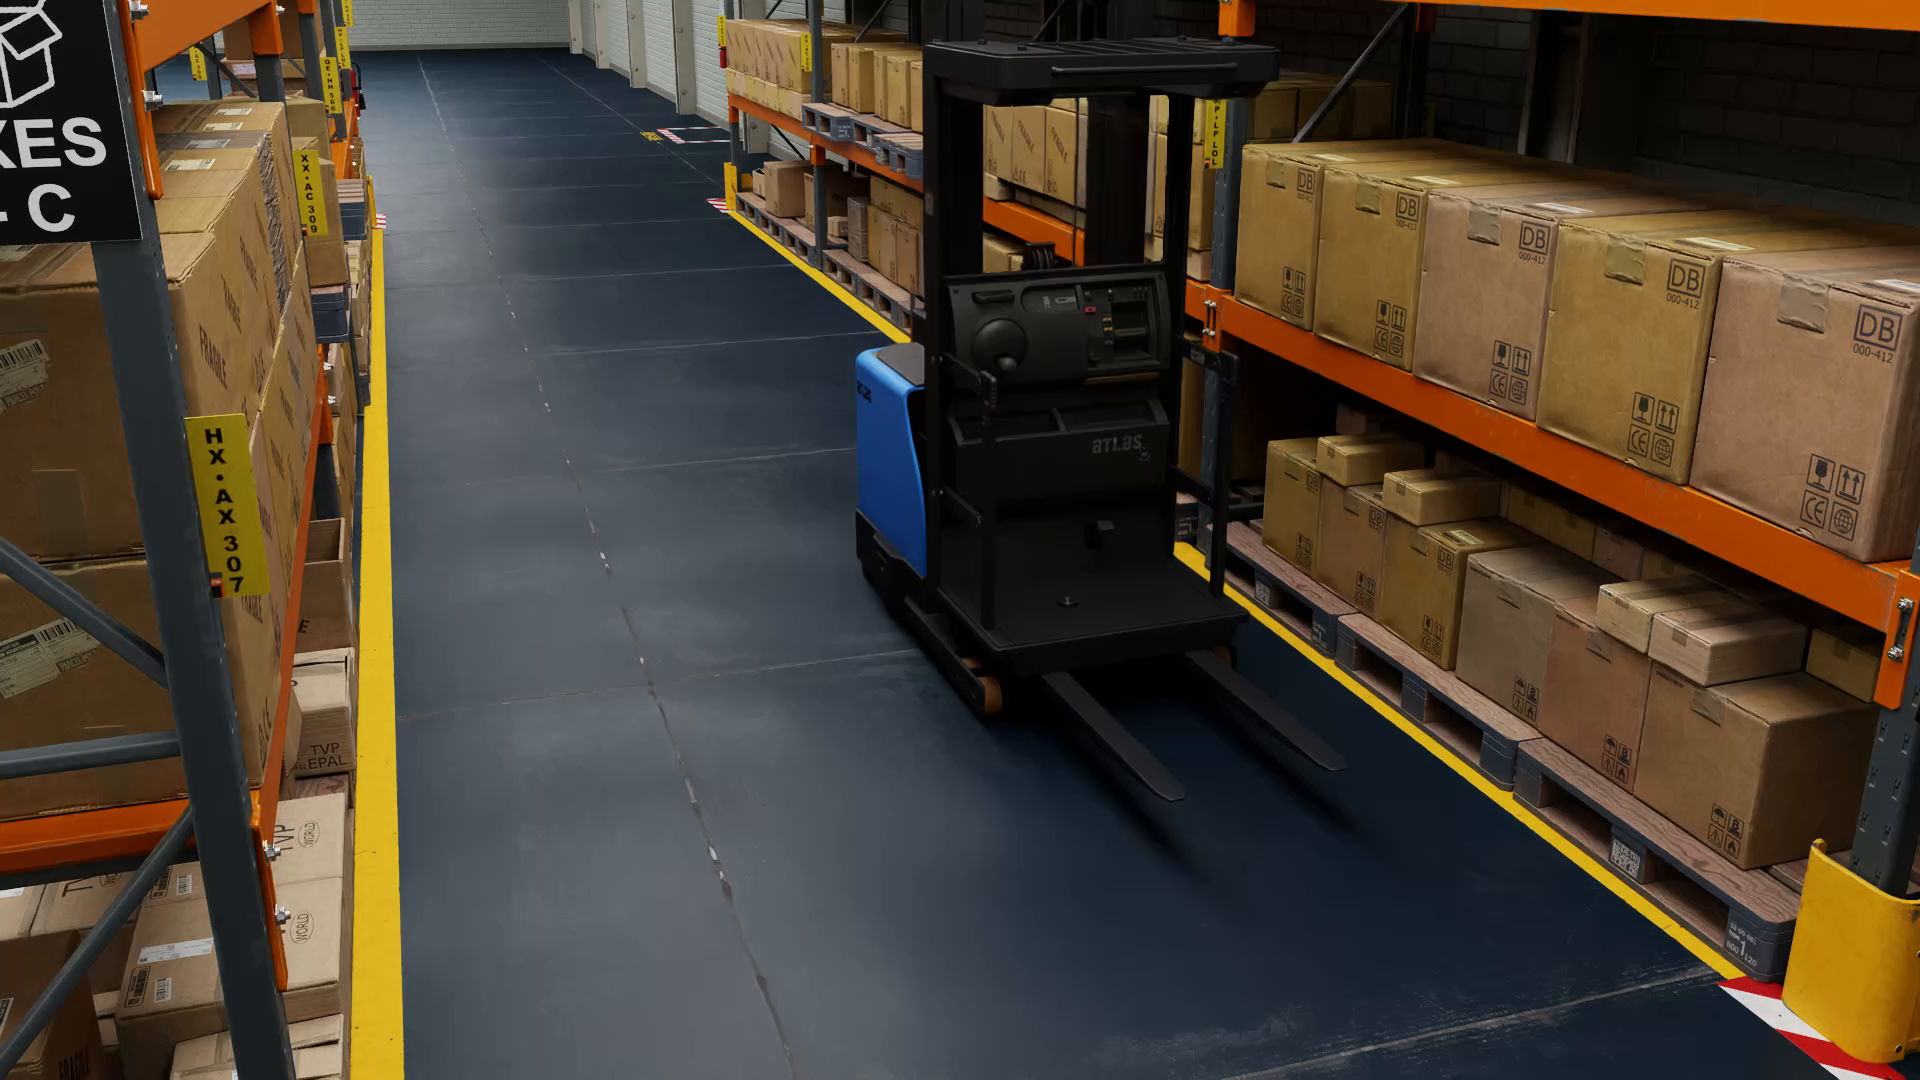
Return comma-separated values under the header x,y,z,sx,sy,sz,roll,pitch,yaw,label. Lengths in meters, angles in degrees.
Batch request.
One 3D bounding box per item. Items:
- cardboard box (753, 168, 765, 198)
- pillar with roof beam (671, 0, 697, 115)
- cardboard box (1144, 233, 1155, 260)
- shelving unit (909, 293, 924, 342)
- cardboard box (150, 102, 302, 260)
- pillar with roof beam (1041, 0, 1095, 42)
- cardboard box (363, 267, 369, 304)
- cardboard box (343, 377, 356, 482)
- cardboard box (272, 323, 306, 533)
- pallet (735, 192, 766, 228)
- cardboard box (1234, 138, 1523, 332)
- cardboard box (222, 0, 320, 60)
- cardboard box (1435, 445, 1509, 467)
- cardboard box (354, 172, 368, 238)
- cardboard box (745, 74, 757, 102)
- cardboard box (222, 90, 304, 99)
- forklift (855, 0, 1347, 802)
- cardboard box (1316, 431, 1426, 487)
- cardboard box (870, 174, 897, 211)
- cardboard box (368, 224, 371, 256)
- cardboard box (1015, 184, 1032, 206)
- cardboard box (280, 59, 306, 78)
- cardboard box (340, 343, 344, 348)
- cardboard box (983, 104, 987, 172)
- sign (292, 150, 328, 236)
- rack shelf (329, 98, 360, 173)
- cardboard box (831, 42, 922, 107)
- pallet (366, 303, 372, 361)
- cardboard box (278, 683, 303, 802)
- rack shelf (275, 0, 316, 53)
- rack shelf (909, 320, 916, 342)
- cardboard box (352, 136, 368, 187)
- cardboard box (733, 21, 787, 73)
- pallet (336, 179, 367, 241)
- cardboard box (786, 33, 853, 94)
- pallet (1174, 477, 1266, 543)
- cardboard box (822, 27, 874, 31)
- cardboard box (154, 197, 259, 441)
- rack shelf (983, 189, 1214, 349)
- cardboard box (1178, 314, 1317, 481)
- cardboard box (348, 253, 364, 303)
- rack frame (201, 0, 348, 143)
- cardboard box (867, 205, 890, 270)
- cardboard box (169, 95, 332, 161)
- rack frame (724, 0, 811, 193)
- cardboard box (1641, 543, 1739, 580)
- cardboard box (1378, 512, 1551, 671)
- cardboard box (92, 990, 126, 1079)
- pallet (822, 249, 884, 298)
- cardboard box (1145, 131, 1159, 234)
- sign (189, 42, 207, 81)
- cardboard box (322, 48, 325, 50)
x,y,z,sx,sy,sz,roll,pitch,yaw,label
-1.968,-3.962,18.337,0.500,0.311,0.500,-9,22,-23,cardboard box
-8.918,-11.336,26.665,9.100,9.000,0.400,-6,21,-17,pillar with roof beam
1.156,-1.537,8.600,0.380,0.149,0.250,-6,21,-16,cardboard box
-0.052,-0.603,8.320,0.258,1.200,0.503,-7,21,-19,shelving unit
-2.625,-1.256,5.850,0.500,0.500,0.500,-6,21,-17,cardboard box
-3.260,-5.560,10.583,9.100,9.000,0.400,-6,21,-17,pillar with roof beam
-4.821,-1.916,12.758,0.500,0.250,0.500,-6,21,-16,cardboard box
-3.437,-0.579,8.638,0.500,0.500,0.500,-7,21,-19,cardboard box
-2.140,-0.294,4.651,0.500,0.500,0.500,-6,21,-16,cardboard box
-1.855,-3.651,18.268,1.003,0.211,1.213,-6,21,-17,pallet
1.826,-1.366,7.340,0.980,0.700,0.700,-6,21,-16,cardboard box
-5.690,-4.240,13.717,0.700,0.500,0.500,-6,21,-17,cardboard box
2.203,-0.291,6.906,0.380,0.149,0.250,-7,21,-19,cardboard box
-5.393,-2.879,14.333,0.500,0.500,0.500,-6,21,-17,cardboard box
-1.917,-4.671,17.177,0.500,0.250,0.500,-7,21,-18,cardboard box
-5.153,-3.071,12.380,0.500,0.500,0.500,-5,20,-13,cardboard box
0.480,-0.843,6.427,1.130,2.935,3.031,-7,21,-19,forklift
1.743,-0.347,7.063,0.380,0.149,0.250,-6,21,-15,cardboard box
-0.454,-2.977,14.204,0.500,0.250,0.500,-7,21,-18,cardboard box
-5.555,-2.686,14.905,0.500,0.250,0.500,-6,21,-17,cardboard box
0.568,-2.202,10.452,0.380,0.149,0.250,-7,21,-18,cardboard box
-5.445,-3.900,13.730,0.380,0.149,0.250,-6,21,-17,cardboard box
-3.749,-1.248,9.391,0.500,0.250,0.500,-6,20,-15,cardboard box
0.324,-2.698,10.873,0.500,0.500,0.500,-6,21,-16,cardboard box
-2.517,-1.341,6.432,0.100,0.325,0.005,-6,21,-17,sign
-6.173,-3.744,15.467,1.077,0.370,4.000,-6,21,-17,rack shelf
-0.716,-4.056,14.471,0.700,0.500,0.500,-6,21,-17,cardboard box
-4.889,-1.504,12.292,1.003,0.211,1.213,-6,21,-17,pallet
-2.435,0.697,5.082,0.797,0.503,0.637,-6,21,-17,cardboard box
-3.659,-2.589,7.813,1.077,0.370,4.000,-6,21,-17,rack shelf
-0.052,-0.973,8.187,0.258,0.148,0.480,-7,21,-19,rack shelf
-6.351,-3.840,17.008,0.500,0.500,0.500,-6,21,-17,cardboard box
-2.090,-5.199,17.536,0.500,0.500,0.500,-6,21,-17,cardboard box
-4.008,-1.857,9.433,1.213,0.211,1.003,-6,21,-17,pallet
-1.285,-4.379,15.254,0.500,0.500,0.500,-6,21,-17,cardboard box
1.357,-0.328,9.018,1.003,0.211,1.213,-6,21,-17,pallet
-1.103,-4.760,16.315,0.500,0.500,0.500,-6,21,-16,cardboard box
-1.834,-0.445,3.591,0.500,0.500,0.500,-6,21,-17,cardboard box
1.043,-1.704,9.788,1.077,0.370,4.000,-6,21,-17,rack shelf
1.344,-0.782,8.715,0.750,0.750,0.750,-6,21,-17,cardboard box
-4.504,-1.856,11.762,0.500,0.311,0.500,-7,21,-19,cardboard box
-5.545,-3.441,13.559,1.000,3.000,0.127,-6,21,-17,rack frame
-0.386,-2.604,14.276,0.700,0.500,0.500,-7,21,-18,cardboard box
-3.982,-2.212,9.368,0.700,0.500,0.500,-15,24,-35,cardboard box
-2.100,-5.252,18.601,1.000,3.000,0.127,-6,21,-17,rack frame
2.605,0.118,5.767,0.380,0.149,0.250,-6,21,-17,cardboard box
2.123,0.155,6.624,0.700,0.500,0.500,-6,21,-16,cardboard box
-2.219,1.249,4.044,0.380,0.166,0.250,-6,21,-17,cardboard box
-0.597,-2.406,14.804,1.003,0.211,1.213,-6,21,-17,pallet
1.117,-1.882,8.600,0.500,0.500,0.500,-6,21,-17,cardboard box
-6.071,-3.826,13.233,0.100,0.325,0.005,-6,21,-17,sign
-5.854,-4.313,14.880,0.380,0.149,0.250,-7,21,-19,cardboard box
